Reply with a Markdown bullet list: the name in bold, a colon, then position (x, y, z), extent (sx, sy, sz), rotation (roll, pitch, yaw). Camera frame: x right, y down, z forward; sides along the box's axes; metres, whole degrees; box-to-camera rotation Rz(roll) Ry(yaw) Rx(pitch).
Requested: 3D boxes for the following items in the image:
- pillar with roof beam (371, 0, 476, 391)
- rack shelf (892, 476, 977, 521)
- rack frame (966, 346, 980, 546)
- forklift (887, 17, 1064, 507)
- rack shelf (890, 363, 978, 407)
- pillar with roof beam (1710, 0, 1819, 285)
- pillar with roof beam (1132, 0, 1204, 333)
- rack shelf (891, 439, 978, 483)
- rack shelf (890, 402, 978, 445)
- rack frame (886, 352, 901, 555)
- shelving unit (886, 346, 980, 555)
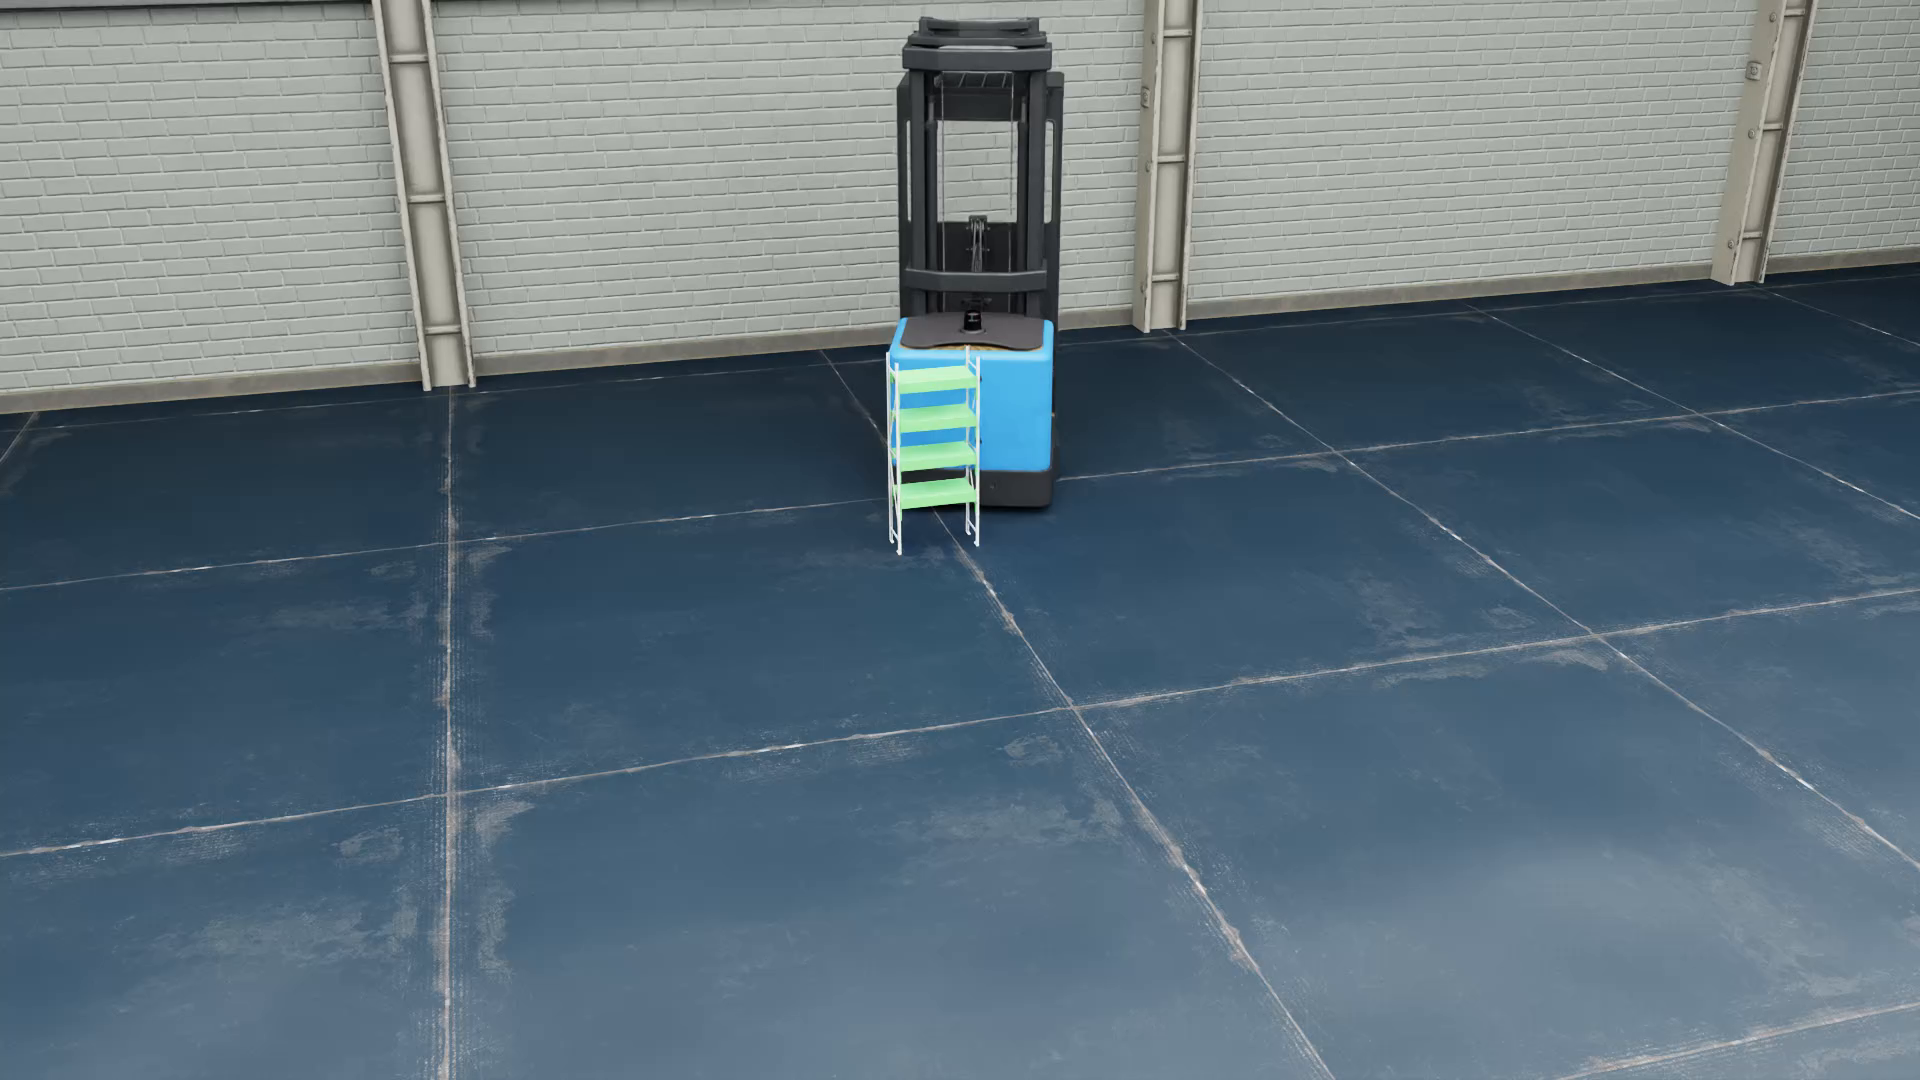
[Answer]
- **pillar with roof beam**: position (-2.868, -3.742, 7.559), extent (0.400, 9.000, 9.100), rotation (-6, 24, -14)
- **rack shelf**: position (-0.159, -0.254, 10.092), extent (0.480, 0.148, 0.258), rotation (-6, 24, -14)
- **rack frame**: position (0.076, -0.560, 10.033), extent (0.015, 1.200, 0.240), rotation (-6, 24, -14)
- **forklift**: position (0.146, -2.096, 11.418), extent (1.130, 2.935, 3.031), rotation (1, 23, 3)
- **rack shelf**: position (-0.159, -0.916, 9.808), extent (0.480, 0.148, 0.258), rotation (-6, 24, -14)
- **pillar with roof beam**: position (8.686, -5.020, 10.538), extent (0.400, 9.000, 9.100), rotation (-6, 24, -14)
- **pillar with roof beam**: position (2.909, -4.381, 9.049), extent (0.400, 9.000, 9.100), rotation (-6, 24, -14)
- **rack shelf**: position (-0.159, -0.475, 9.997), extent (0.480, 0.148, 0.258), rotation (-6, 24, -14)
- **rack shelf**: position (-0.159, -0.696, 9.903), extent (0.480, 0.148, 0.258), rotation (-6, 24, -14)
- **rack frame**: position (-0.394, -0.508, 9.912), extent (0.015, 1.200, 0.240), rotation (-6, 24, -14)
- **shelving unit**: position (-0.159, -0.534, 9.972), extent (0.503, 1.200, 0.258), rotation (-6, 24, -14)
